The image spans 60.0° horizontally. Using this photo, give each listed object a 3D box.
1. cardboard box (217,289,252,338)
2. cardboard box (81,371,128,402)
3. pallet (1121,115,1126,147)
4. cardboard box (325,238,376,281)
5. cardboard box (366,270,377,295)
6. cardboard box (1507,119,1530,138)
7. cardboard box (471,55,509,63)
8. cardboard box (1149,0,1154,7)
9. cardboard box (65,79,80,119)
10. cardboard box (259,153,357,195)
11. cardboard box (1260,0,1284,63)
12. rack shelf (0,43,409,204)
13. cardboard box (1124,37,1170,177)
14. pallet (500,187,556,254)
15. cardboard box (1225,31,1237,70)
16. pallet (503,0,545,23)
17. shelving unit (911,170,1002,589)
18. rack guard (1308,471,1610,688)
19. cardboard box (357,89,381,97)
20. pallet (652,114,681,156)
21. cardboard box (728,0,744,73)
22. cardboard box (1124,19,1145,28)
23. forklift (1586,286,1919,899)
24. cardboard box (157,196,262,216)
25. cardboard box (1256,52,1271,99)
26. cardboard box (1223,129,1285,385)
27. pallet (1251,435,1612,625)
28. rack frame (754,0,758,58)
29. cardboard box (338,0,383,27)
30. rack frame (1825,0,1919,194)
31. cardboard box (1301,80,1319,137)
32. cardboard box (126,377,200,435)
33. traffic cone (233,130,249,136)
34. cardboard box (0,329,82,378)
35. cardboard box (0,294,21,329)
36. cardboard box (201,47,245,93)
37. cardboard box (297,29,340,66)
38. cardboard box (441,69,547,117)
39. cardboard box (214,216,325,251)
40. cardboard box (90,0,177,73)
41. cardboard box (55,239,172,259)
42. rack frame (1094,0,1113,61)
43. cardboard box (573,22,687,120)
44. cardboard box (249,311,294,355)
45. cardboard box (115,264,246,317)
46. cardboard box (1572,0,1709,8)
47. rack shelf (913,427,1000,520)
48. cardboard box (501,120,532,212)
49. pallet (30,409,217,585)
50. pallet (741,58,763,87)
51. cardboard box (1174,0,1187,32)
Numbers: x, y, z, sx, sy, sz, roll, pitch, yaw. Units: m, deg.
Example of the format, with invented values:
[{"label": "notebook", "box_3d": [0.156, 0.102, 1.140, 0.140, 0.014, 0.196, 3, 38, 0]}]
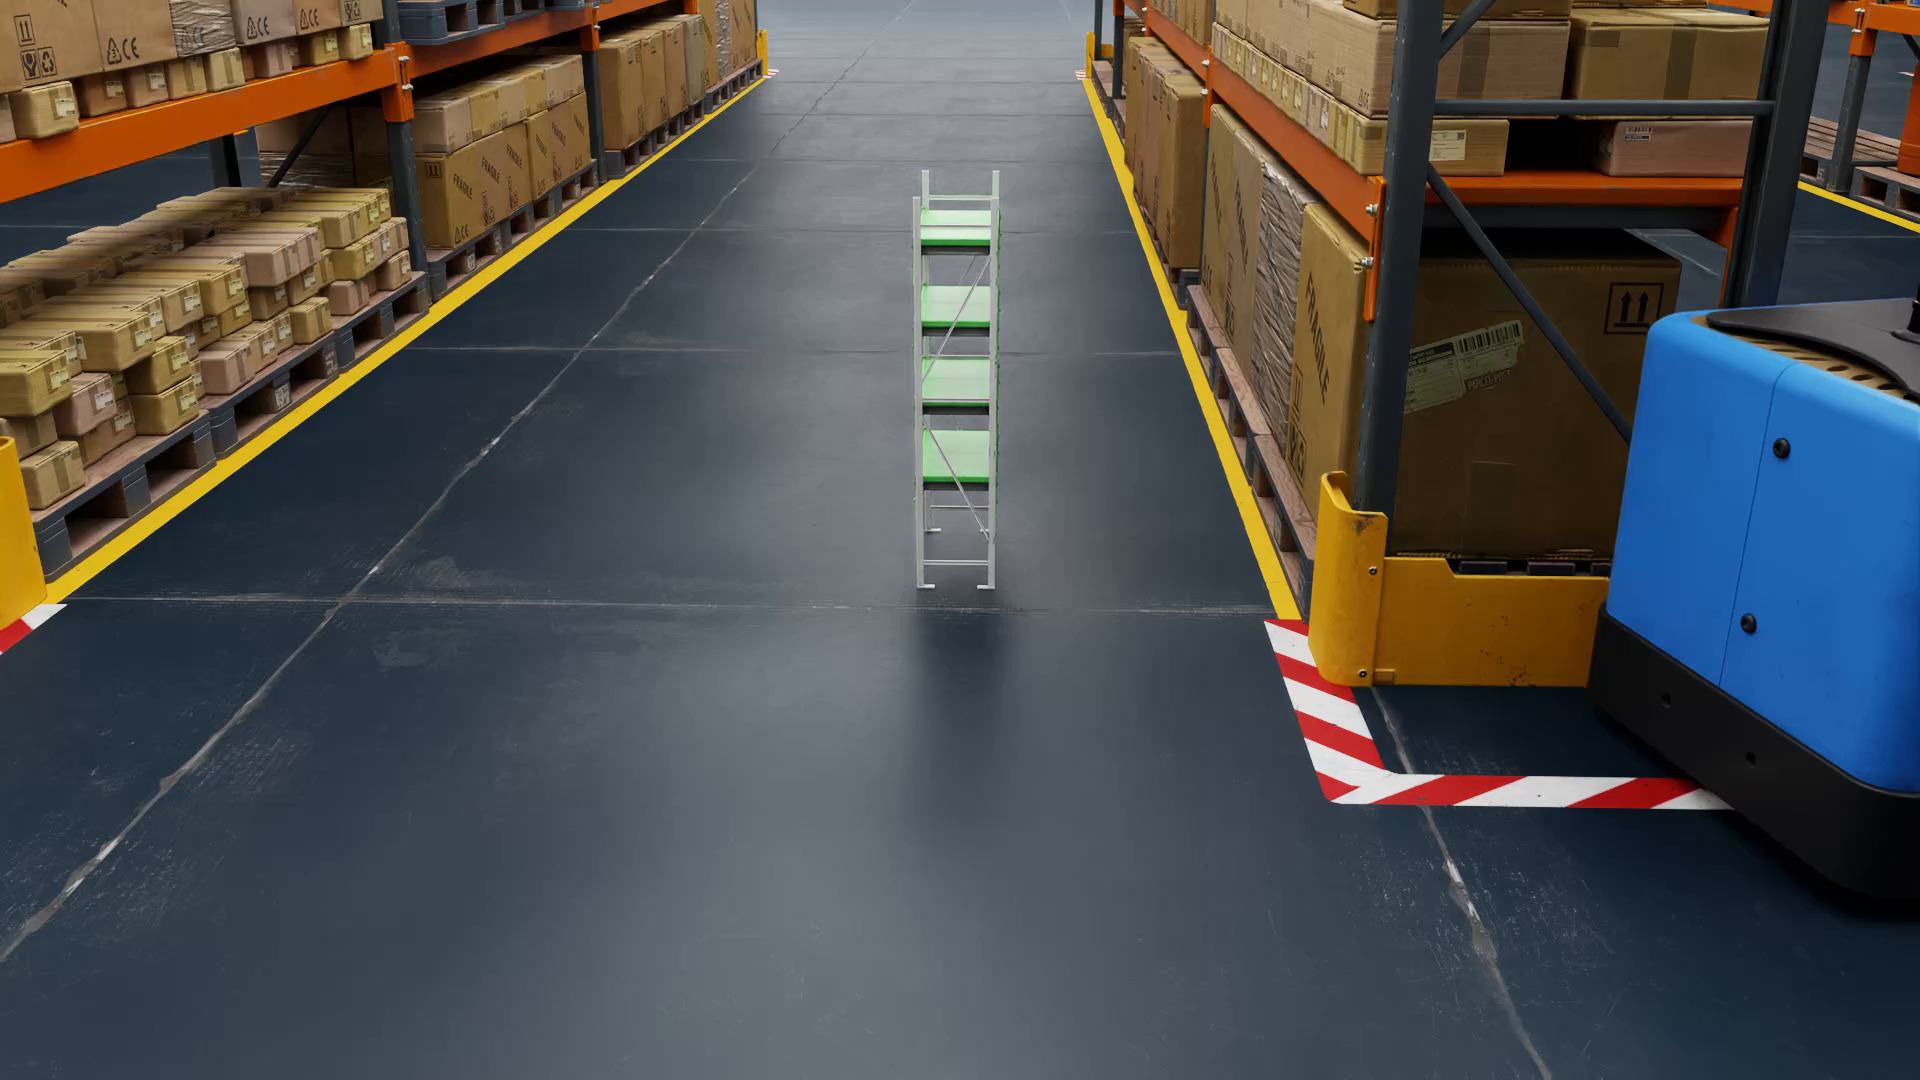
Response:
[{"label": "cardboard box", "box_3d": [-3.104, -0.922, 6.707, 0.380, 0.149, 0.250, 2, 21, 4]}, {"label": "cardboard box", "box_3d": [-3.118, -0.537, 5.715, 0.380, 0.149, 0.250, 1, 21, 2]}, {"label": "pallet", "box_3d": [1.888, -3.381, 13.951, 1.003, 0.211, 1.213, 1, 21, 2]}, {"label": "cardboard box", "box_3d": [-2.931, -1.296, 7.672, 0.380, 0.149, 0.250, 0, 21, 0]}, {"label": "cardboard box", "box_3d": [-3.016, -1.231, 7.917, 0.380, 0.149, 0.250, 1, 21, 3]}, {"label": "cardboard box", "box_3d": [1.941, -1.353, 5.217, 0.380, 0.149, 0.250, 0, 21, 1]}, {"label": "cardboard box", "box_3d": [-3.394, -3.183, 11.424, 0.500, 0.250, 0.500, 0, 21, -1]}, {"label": "cardboard box", "box_3d": [1.537, -3.832, 11.121, 0.500, 0.500, 0.500, 1, 21, 3]}, {"label": "cardboard box", "box_3d": [-3.138, -1.438, 5.435, 0.380, 0.149, 0.250, 2, 21, 4]}, {"label": "cardboard box", "box_3d": [-3.482, -1.904, 9.165, 0.500, 0.500, 0.500, 0, 21, 1]}, {"label": "cardboard box", "box_3d": [1.372, -1.869, 5.994, 0.500, 0.250, 0.500, 1, 21, 2]}, {"label": "rack shelf", "box_3d": [-3.314, -1.545, 6.358, 1.077, 0.370, 4.000, 1, 21, 2]}, {"label": "cardboard box", "box_3d": [1.781, -2.914, 11.250, 1.225, 0.875, 0.875, 0, 21, -1]}, {"label": "pallet", "box_3d": [-3.196, -2.027, 10.461, 1.003, 0.211, 1.213, 1, 21, 2]}, {"label": "cardboard box", "box_3d": [1.345, -2.102, 7.146, 0.380, 0.149, 0.250, 1, 21, 3]}, {"label": "pallet", "box_3d": [-3.151, -3.244, 10.008, 1.003, 0.211, 1.213, 1, 21, 2]}, {"label": "shelving unit", "box_3d": [-0.005, -0.500, 5.158, 0.258, 1.200, 0.503, 1, 21, 2]}, {"label": "rack guard", "box_3d": [1.579, 0.108, 4.559, 1.175, 0.500, 0.348, 1, 21, 2]}, {"label": "cardboard box", "box_3d": [-3.454, -2.441, 9.512, 0.500, 0.250, 0.500, 2, 21, 4]}, {"label": "pallet", "box_3d": [-2.992, -3.474, 14.190, 1.003, 0.211, 1.213, 1, 21, 2]}, {"label": "cardboard box", "box_3d": [-2.867, -5.583, 18.129, 0.875, 0.875, 0.875, 0, 21, 1]}, {"label": "cardboard box", "box_3d": [2.047, -5.439, 18.276, 0.500, 0.500, 0.500, 6, 22, 16]}, {"label": "forklift", "box_3d": [3.191, -0.866, 3.709, 3.031, 2.935, 1.130, -5, 22, -13]}, {"label": "cardboard box", "box_3d": [-3.538, -1.526, 7.854, 0.380, 0.149, 0.250, 2, 21, 4]}, {"label": "cardboard box", "box_3d": [1.314, -1.728, 6.184, 0.380, 0.149, 0.250, 0, 21, 0]}, {"label": "cardboard box", "box_3d": [1.574, -1.154, 6.714, 0.875, 0.875, 0.875, 1, 21, 2]}, {"label": "pallet", "box_3d": [1.526, -0.056, 5.381, 1.003, 0.211, 1.213, 1, 21, 2]}, {"label": "rack frame", "box_3d": [-2.888, -6.942, 19.274, 1.000, 3.000, 0.127, 1, 21, 2]}, {"label": "cardboard box", "box_3d": [-2.985, -2.611, 7.561, 0.500, 0.500, 0.500, 1, 21, 2]}, {"label": "rack frame", "box_3d": [6.774, -3.904, 11.444, 1.000, 3.000, 0.127, 1, 21, 2]}, {"label": "cardboard box", "box_3d": [1.285, -1.357, 5.226, 0.380, 0.149, 0.250, 1, 21, 3]}, {"label": "cardboard box", "box_3d": [-2.995, -0.486, 5.996, 0.380, 0.149, 0.250, 1, 21, 2]}, {"label": "traffic cone", "box_3d": [-6.599, -3.867, 14.856, 0.336, 0.463, 0.334, 1, 21, 2]}, {"label": "cardboard box", "box_3d": [-3.131, -0.588, 5.435, 0.380, 0.149, 0.250, 1, 21, 3]}, {"label": "cardboard box", "box_3d": [-3.595, -0.774, 5.914, 0.380, 0.149, 0.250, 0, 21, -1]}, {"label": "cardboard box", "box_3d": [-3.003, -1.814, 6.405, 0.380, 0.149, 0.250, 1, 21, 3]}, {"label": "cardboard box", "box_3d": [-2.994, -2.190, 7.374, 0.380, 0.149, 0.250, 1, 21, 4]}, {"label": "cardboard box", "box_3d": [-2.926, -2.813, 10.471, 0.500, 0.250, 0.500, 1, 21, 3]}, {"label": "cardboard box", "box_3d": [-3.058, -1.340, 7.374, 0.380, 0.149, 0.250, 1, 21, 3]}, {"label": "cardboard box", "box_3d": [-3.067, -1.872, 5.659, 0.500, 0.500, 0.500, 1, 21, 2]}, {"label": "cardboard box", "box_3d": [-3.497, -1.149, 6.882, 0.380, 0.149, 0.250, 0, 21, -1]}, {"label": "rack frame", "box_3d": [2.067, -6.851, 19.039, 1.000, 3.000, 0.127, 1, 21, 2]}, {"label": "cardboard box", "box_3d": [-2.972, -4.069, 14.398, 1.050, 0.750, 0.750, 1, 21, 2]}, {"label": "cardboard box", "box_3d": [-3.031, -0.857, 6.951, 0.380, 0.149, 0.250, 1, 21, 3]}, {"label": "cardboard box", "box_3d": [-2.999, -0.963, 6.402, 0.380, 0.149, 0.250, 1, 21, 2]}, {"label": "cardboard box", "box_3d": [1.880, -1.836, 4.873, 0.500, 0.500, 0.500, 0, 21, 0]}, {"label": "rack shelf", "box_3d": [-0.005, -0.216, 5.268, 0.258, 0.148, 0.480, 1, 21, 2]}, {"label": "cardboard box", "box_3d": [-2.949, -2.279, 10.131, 0.500, 0.500, 0.500, 1, 21, 3]}, {"label": "pallet", "box_3d": [-3.312, -0.178, 5.696, 1.003, 0.211, 1.213, 1, 21, 2]}, {"label": "pallet", "box_3d": [-2.834, -5.352, 19.031, 1.003, 0.211, 1.213, 1, 21, 2]}, {"label": "cardboard box", "box_3d": [1.474, -3.099, 9.230, 0.500, 0.500, 0.500, 0, 21, 1]}]
